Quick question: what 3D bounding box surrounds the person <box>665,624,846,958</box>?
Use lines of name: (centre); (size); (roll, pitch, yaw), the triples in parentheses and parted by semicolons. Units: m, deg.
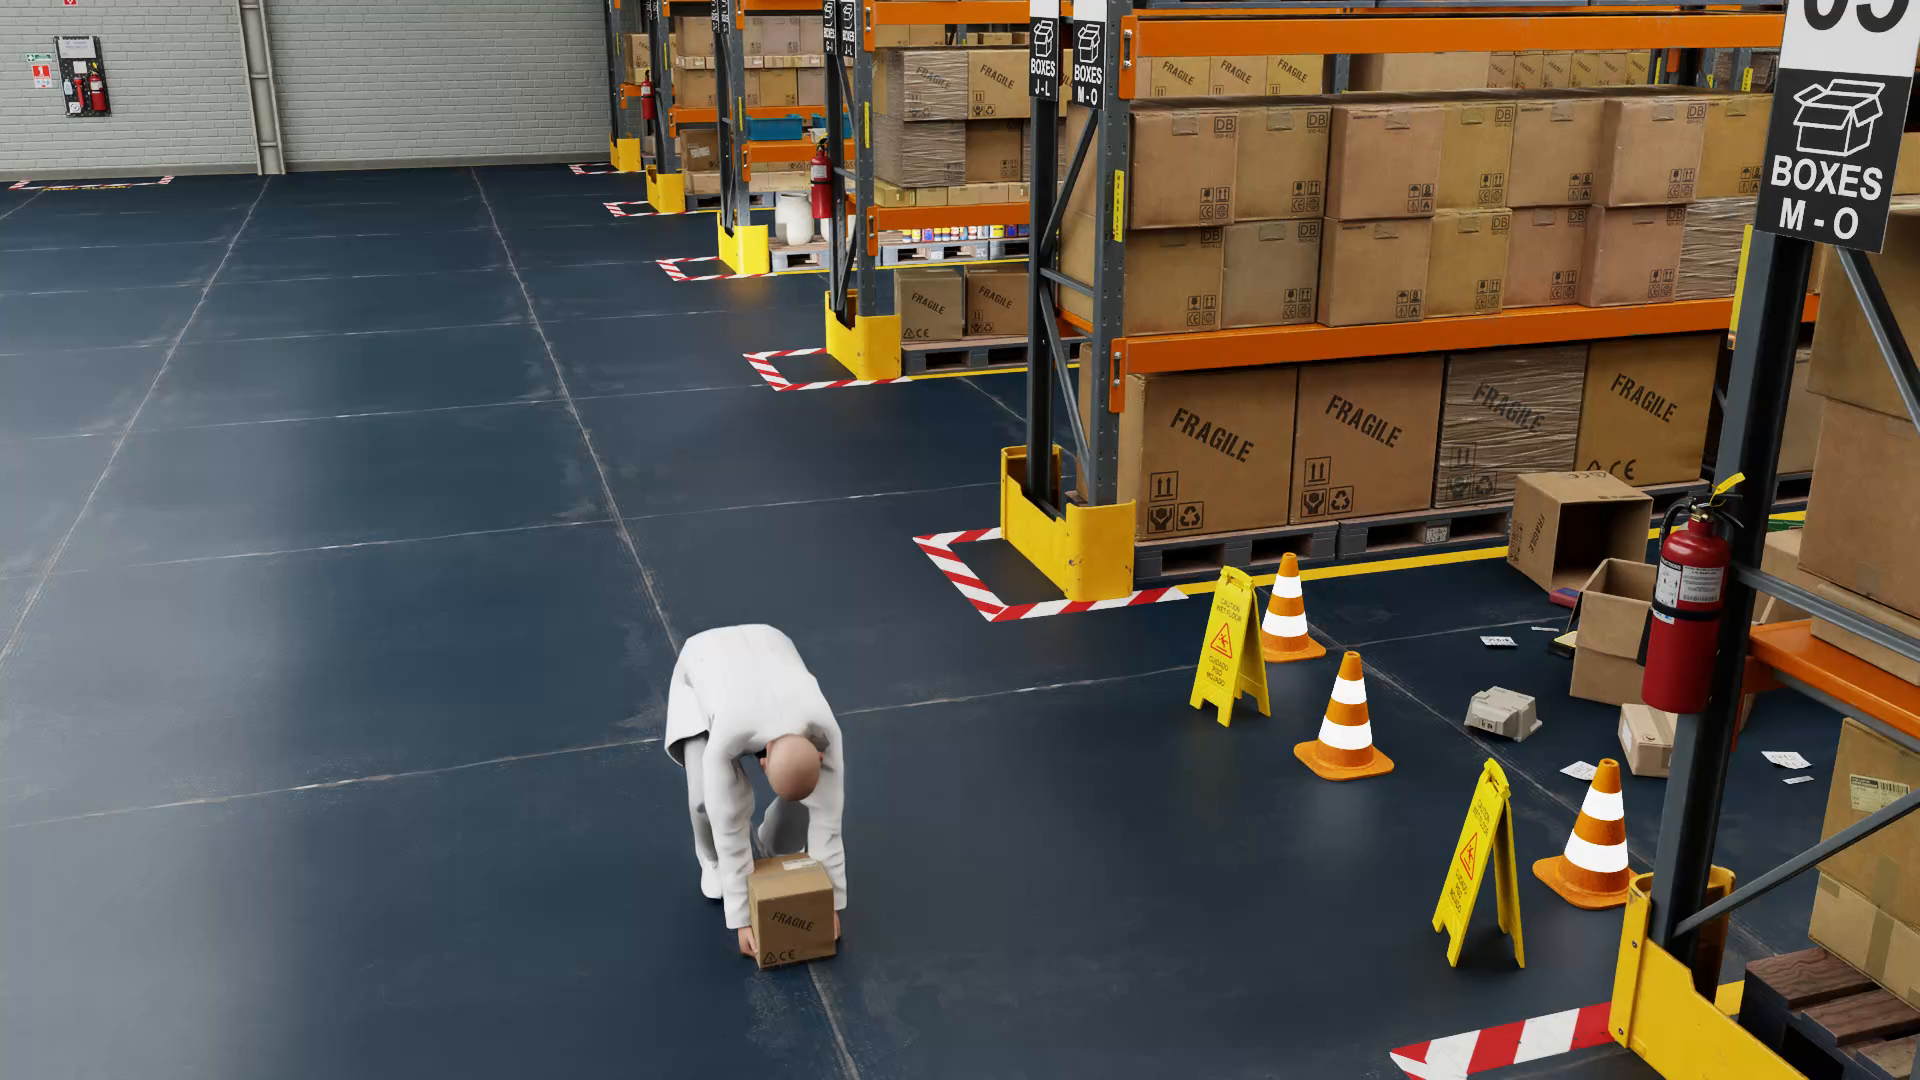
person: (-0.674, 0.795, 5.597); (0.587, 0.934, 0.949); (-7, 20, -20)
